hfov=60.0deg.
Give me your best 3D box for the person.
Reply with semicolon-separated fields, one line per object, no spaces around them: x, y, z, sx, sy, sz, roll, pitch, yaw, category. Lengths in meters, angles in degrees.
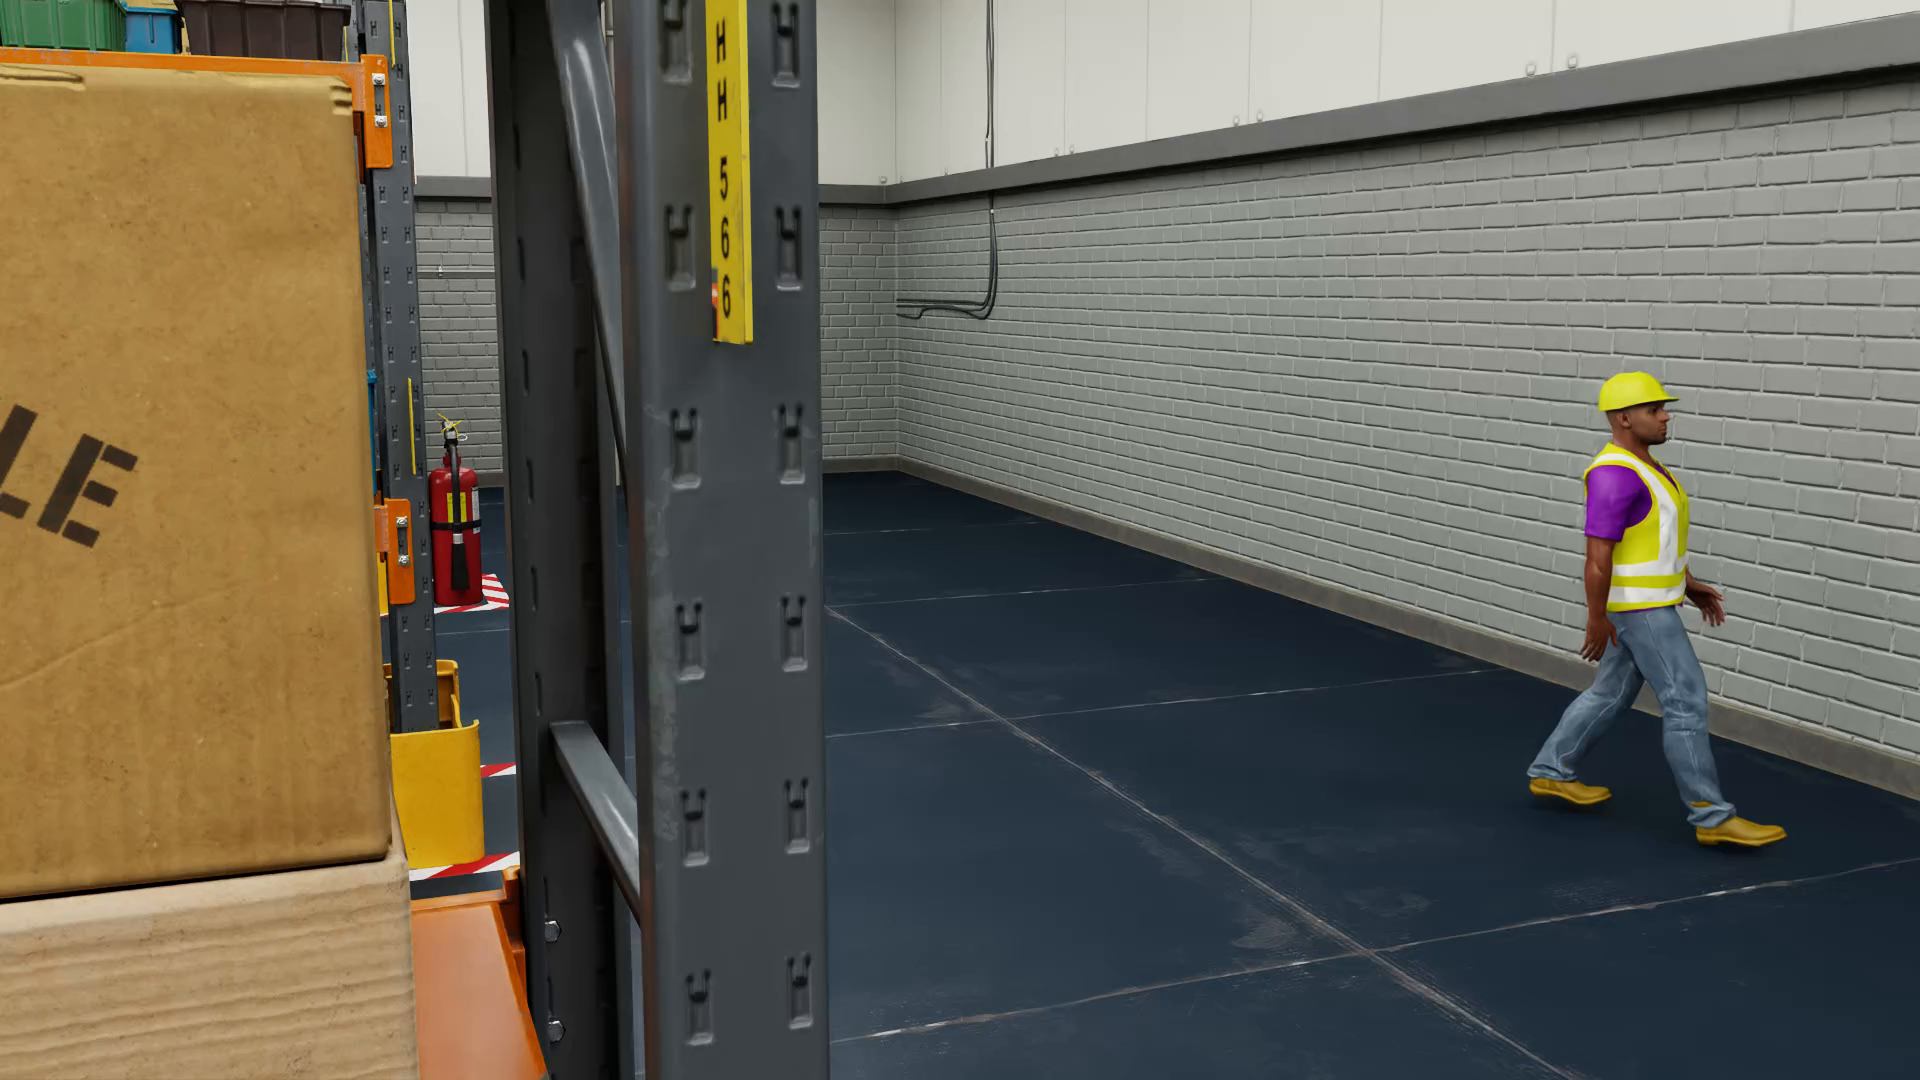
2.671;0.242;6.224;0.908;1.735;0.567;4;10;26;person
